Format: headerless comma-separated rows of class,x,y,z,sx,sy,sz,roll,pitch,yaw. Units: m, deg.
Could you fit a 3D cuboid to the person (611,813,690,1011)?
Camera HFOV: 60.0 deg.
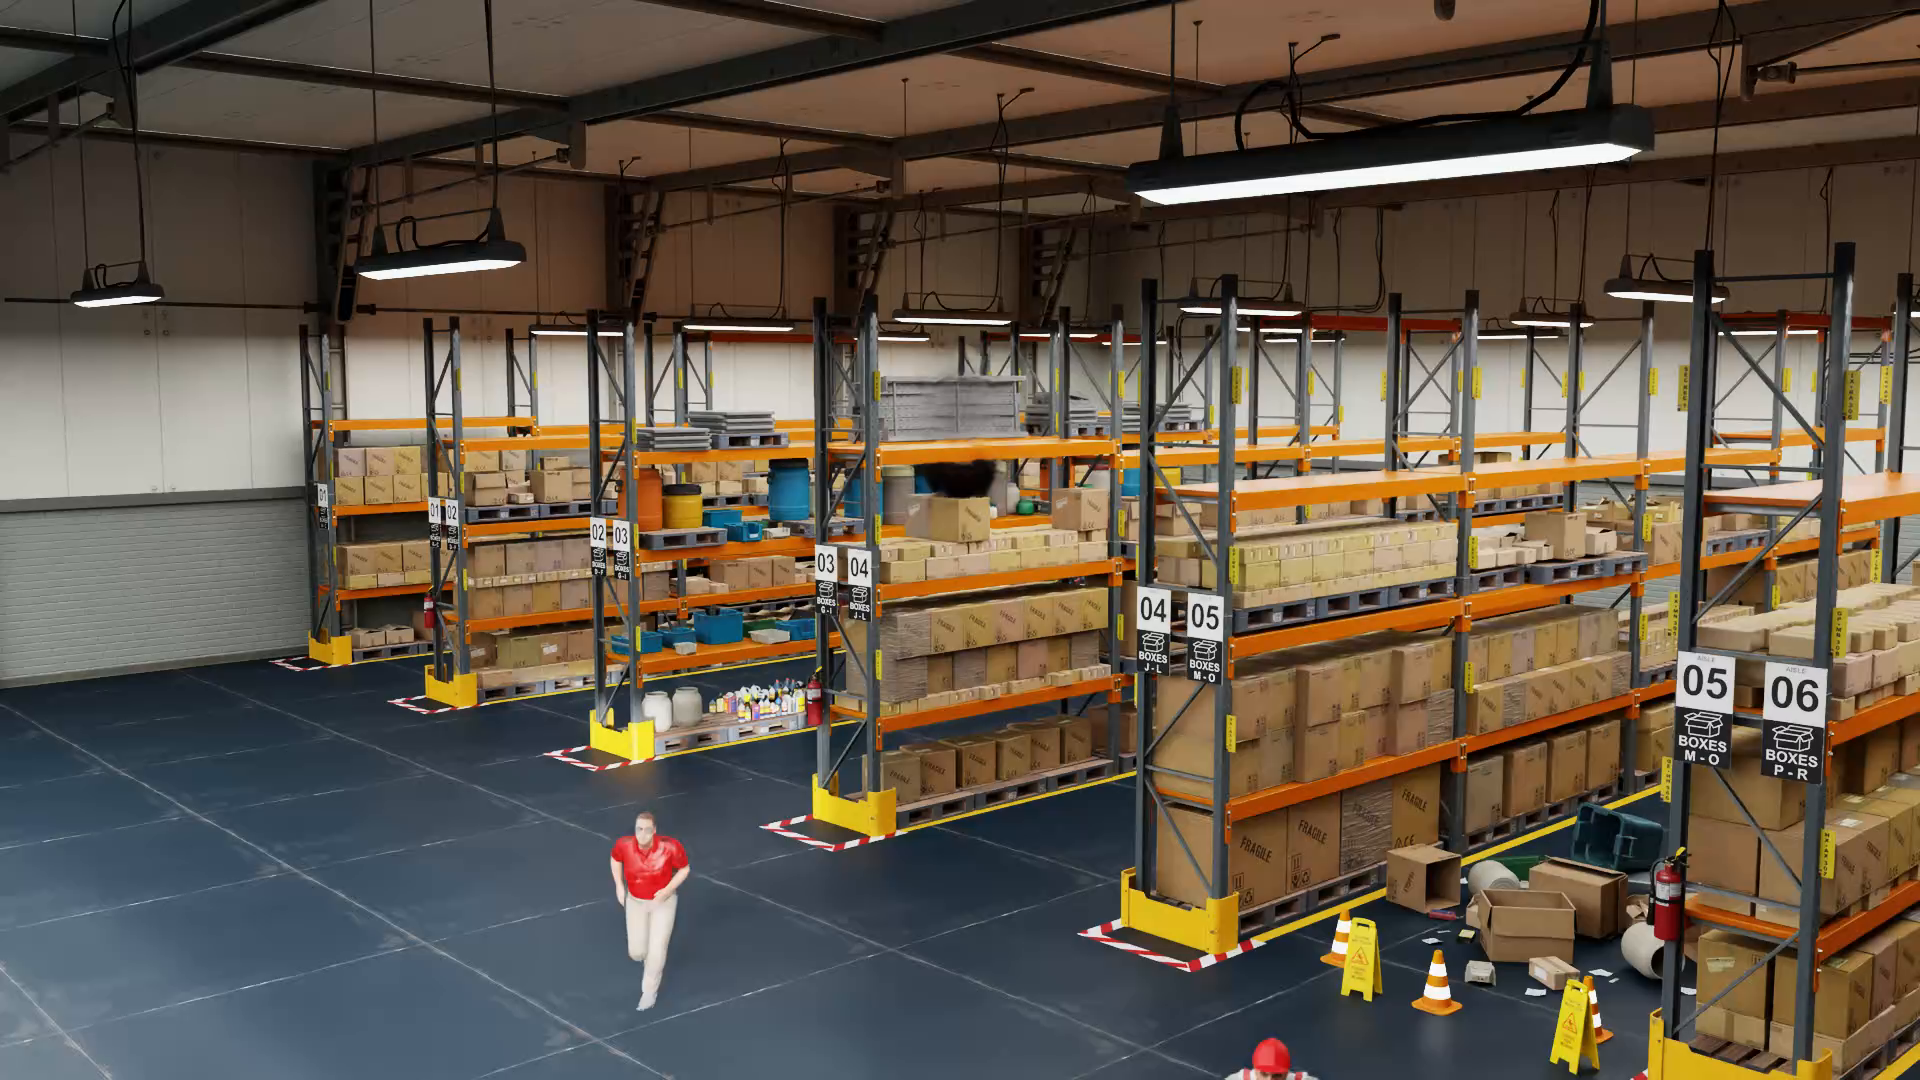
person,-2.531,2.993,13.619,0.657,1.664,0.765,0,6,-4

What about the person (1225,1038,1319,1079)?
person,1.723,3.423,9.051,0.677,1.730,1.021,1,6,12
